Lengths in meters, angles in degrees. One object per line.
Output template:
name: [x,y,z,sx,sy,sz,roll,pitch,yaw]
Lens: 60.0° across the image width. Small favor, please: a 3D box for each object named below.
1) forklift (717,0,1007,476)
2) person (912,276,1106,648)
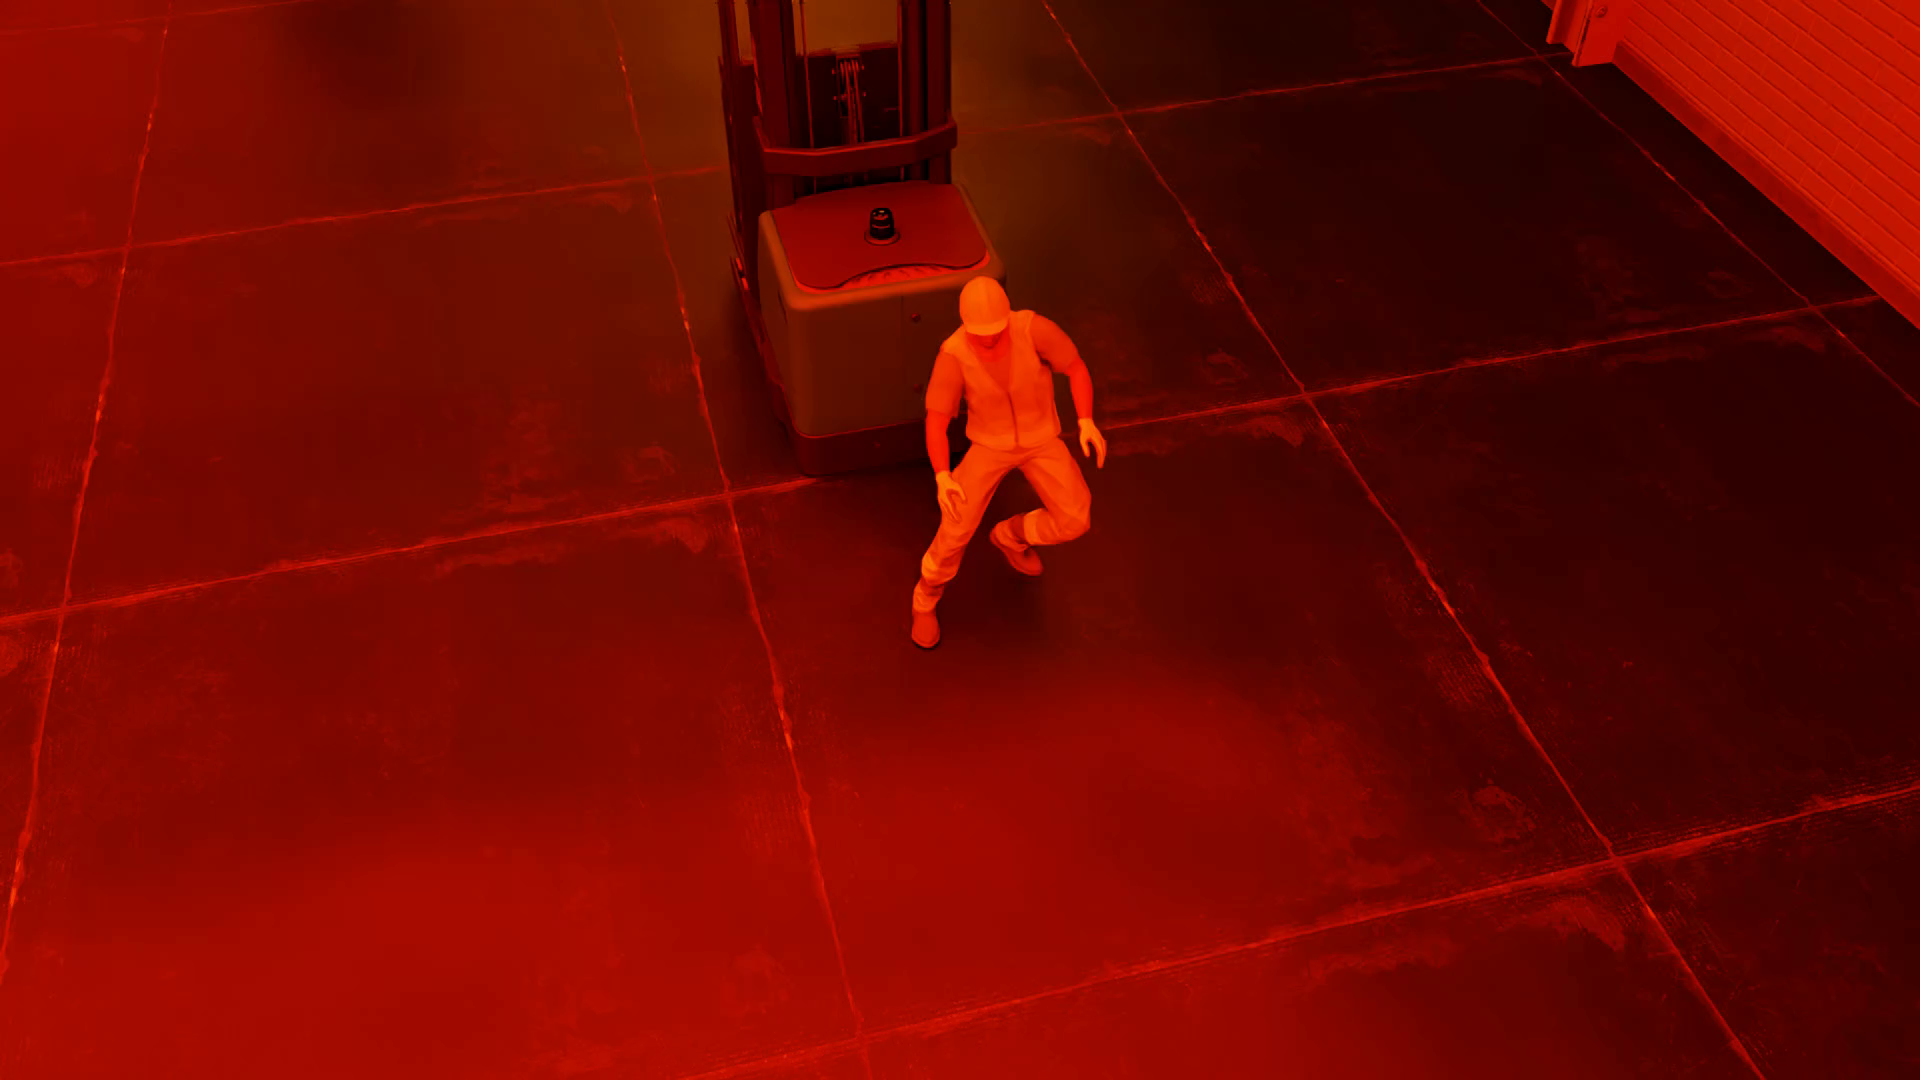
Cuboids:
forklift: [-0.647,-2.402,8.187,1.130,2.935,3.031,-10,44,-11]
person: [0.176,-0.331,6.962,0.846,1.613,0.733,-5,44,-6]
